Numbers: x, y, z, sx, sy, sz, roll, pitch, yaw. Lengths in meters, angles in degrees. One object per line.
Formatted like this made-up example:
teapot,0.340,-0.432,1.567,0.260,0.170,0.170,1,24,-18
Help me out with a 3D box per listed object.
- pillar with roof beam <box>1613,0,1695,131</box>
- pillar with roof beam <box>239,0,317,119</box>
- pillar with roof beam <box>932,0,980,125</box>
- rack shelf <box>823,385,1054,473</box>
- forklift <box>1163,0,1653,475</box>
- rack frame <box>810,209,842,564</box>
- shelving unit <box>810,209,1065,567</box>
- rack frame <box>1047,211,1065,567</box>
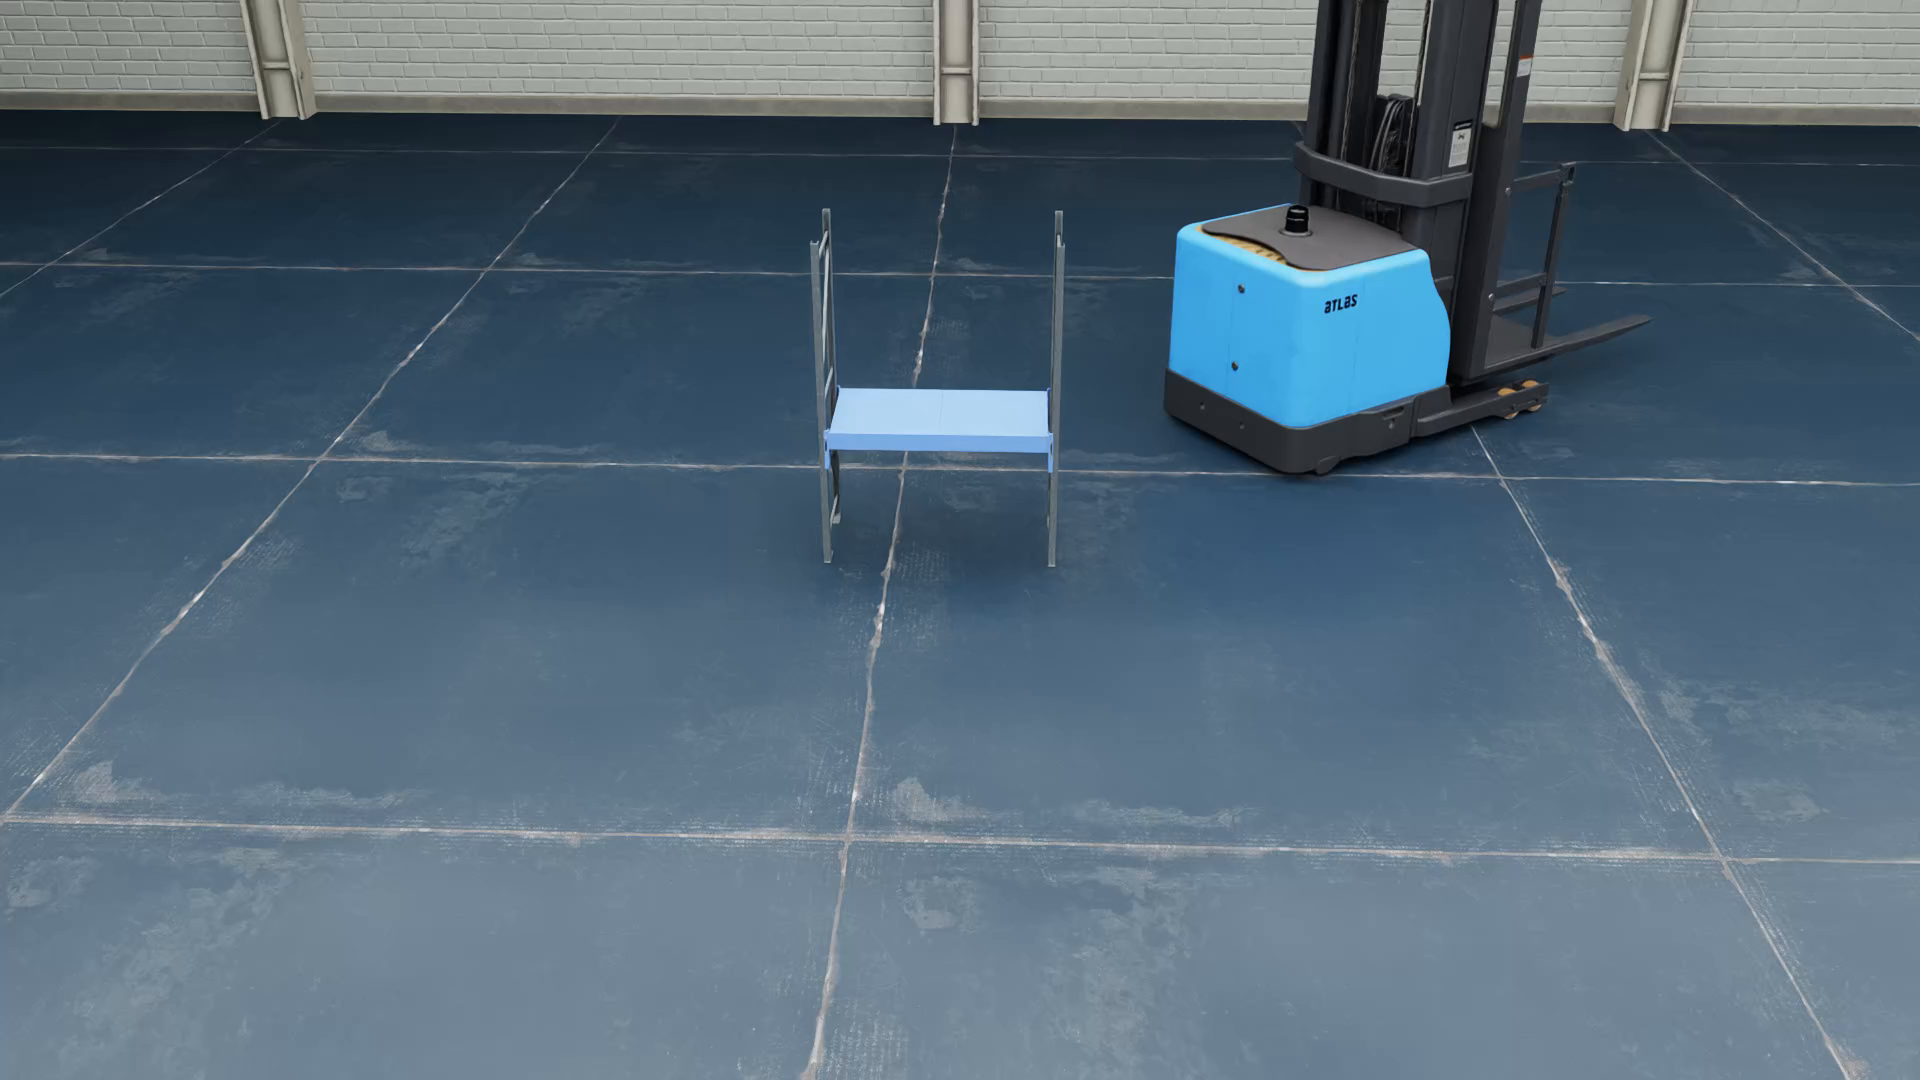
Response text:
pillar with roof beam,5.813,-5.587,8.682,0.400,9.000,9.100,1,28,2
pillar with roof beam,-6.179,-5.785,9.056,0.400,9.000,9.100,1,28,2
pillar with roof beam,-0.183,-5.686,8.869,0.400,9.000,9.100,1,28,2
rack shelf,-0.085,-0.505,7.486,1.000,0.185,0.538,1,28,2
forklift,2.604,-2.136,8.651,3.031,2.935,1.130,-17,32,-29
rack frame,-0.593,-0.672,7.417,0.032,1.500,0.500,1,28,2
shelving unit,-0.085,-0.664,7.401,1.048,1.500,0.538,1,28,2
rack frame,0.423,-0.656,7.386,0.032,1.500,0.500,1,28,2
